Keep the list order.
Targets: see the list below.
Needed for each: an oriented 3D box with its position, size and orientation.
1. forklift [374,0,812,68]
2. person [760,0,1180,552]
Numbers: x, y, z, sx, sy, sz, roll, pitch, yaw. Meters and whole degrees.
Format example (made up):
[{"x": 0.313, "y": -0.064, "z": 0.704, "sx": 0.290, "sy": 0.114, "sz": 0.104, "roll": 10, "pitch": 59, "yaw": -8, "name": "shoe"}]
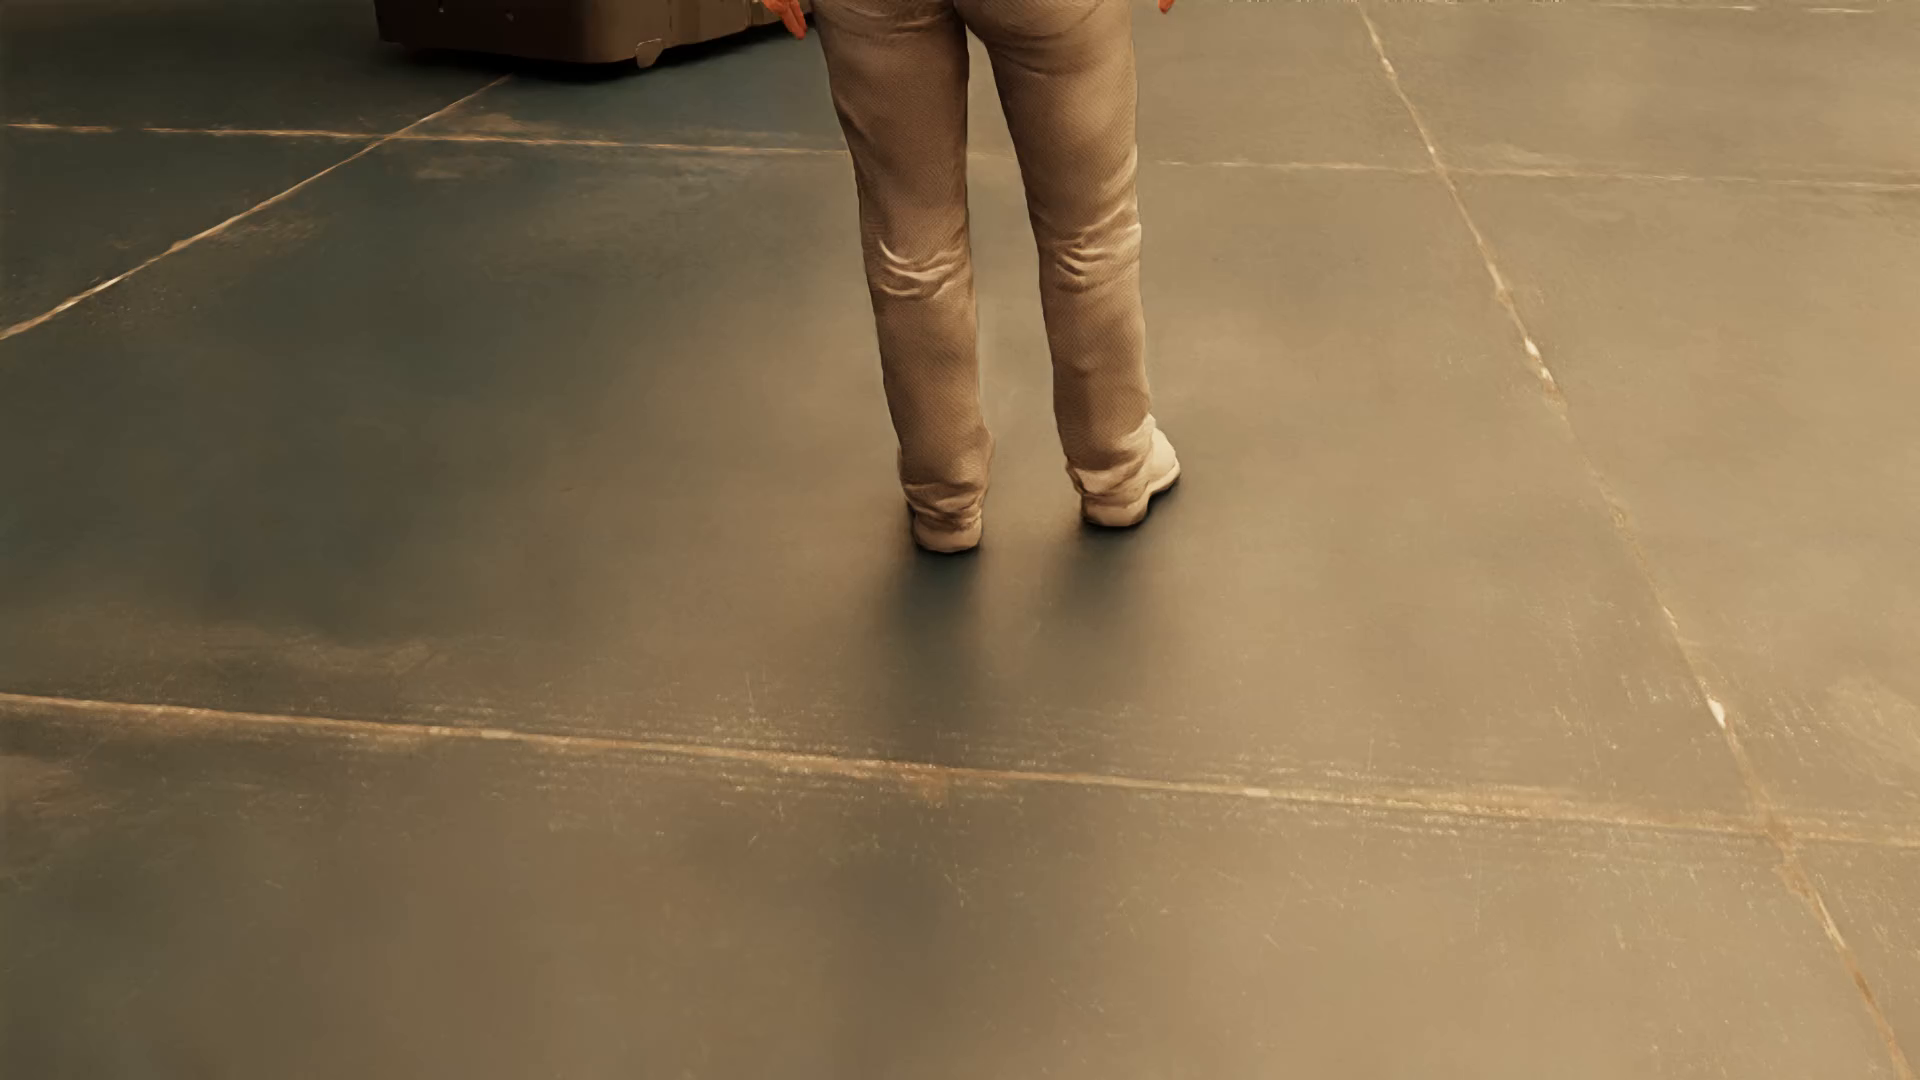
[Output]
[{"x": -0.936, "y": -3.511, "z": 6.255, "sx": 1.130, "sy": 2.935, "sz": 3.031, "roll": 13, "pitch": 29, "yaw": 24, "name": "forklift"}, {"x": 0.016, "y": -0.827, "z": 2.155, "sx": 0.632, "sy": 1.773, "sz": 0.567, "roll": 3, "pitch": 27, "yaw": 7, "name": "person"}]
